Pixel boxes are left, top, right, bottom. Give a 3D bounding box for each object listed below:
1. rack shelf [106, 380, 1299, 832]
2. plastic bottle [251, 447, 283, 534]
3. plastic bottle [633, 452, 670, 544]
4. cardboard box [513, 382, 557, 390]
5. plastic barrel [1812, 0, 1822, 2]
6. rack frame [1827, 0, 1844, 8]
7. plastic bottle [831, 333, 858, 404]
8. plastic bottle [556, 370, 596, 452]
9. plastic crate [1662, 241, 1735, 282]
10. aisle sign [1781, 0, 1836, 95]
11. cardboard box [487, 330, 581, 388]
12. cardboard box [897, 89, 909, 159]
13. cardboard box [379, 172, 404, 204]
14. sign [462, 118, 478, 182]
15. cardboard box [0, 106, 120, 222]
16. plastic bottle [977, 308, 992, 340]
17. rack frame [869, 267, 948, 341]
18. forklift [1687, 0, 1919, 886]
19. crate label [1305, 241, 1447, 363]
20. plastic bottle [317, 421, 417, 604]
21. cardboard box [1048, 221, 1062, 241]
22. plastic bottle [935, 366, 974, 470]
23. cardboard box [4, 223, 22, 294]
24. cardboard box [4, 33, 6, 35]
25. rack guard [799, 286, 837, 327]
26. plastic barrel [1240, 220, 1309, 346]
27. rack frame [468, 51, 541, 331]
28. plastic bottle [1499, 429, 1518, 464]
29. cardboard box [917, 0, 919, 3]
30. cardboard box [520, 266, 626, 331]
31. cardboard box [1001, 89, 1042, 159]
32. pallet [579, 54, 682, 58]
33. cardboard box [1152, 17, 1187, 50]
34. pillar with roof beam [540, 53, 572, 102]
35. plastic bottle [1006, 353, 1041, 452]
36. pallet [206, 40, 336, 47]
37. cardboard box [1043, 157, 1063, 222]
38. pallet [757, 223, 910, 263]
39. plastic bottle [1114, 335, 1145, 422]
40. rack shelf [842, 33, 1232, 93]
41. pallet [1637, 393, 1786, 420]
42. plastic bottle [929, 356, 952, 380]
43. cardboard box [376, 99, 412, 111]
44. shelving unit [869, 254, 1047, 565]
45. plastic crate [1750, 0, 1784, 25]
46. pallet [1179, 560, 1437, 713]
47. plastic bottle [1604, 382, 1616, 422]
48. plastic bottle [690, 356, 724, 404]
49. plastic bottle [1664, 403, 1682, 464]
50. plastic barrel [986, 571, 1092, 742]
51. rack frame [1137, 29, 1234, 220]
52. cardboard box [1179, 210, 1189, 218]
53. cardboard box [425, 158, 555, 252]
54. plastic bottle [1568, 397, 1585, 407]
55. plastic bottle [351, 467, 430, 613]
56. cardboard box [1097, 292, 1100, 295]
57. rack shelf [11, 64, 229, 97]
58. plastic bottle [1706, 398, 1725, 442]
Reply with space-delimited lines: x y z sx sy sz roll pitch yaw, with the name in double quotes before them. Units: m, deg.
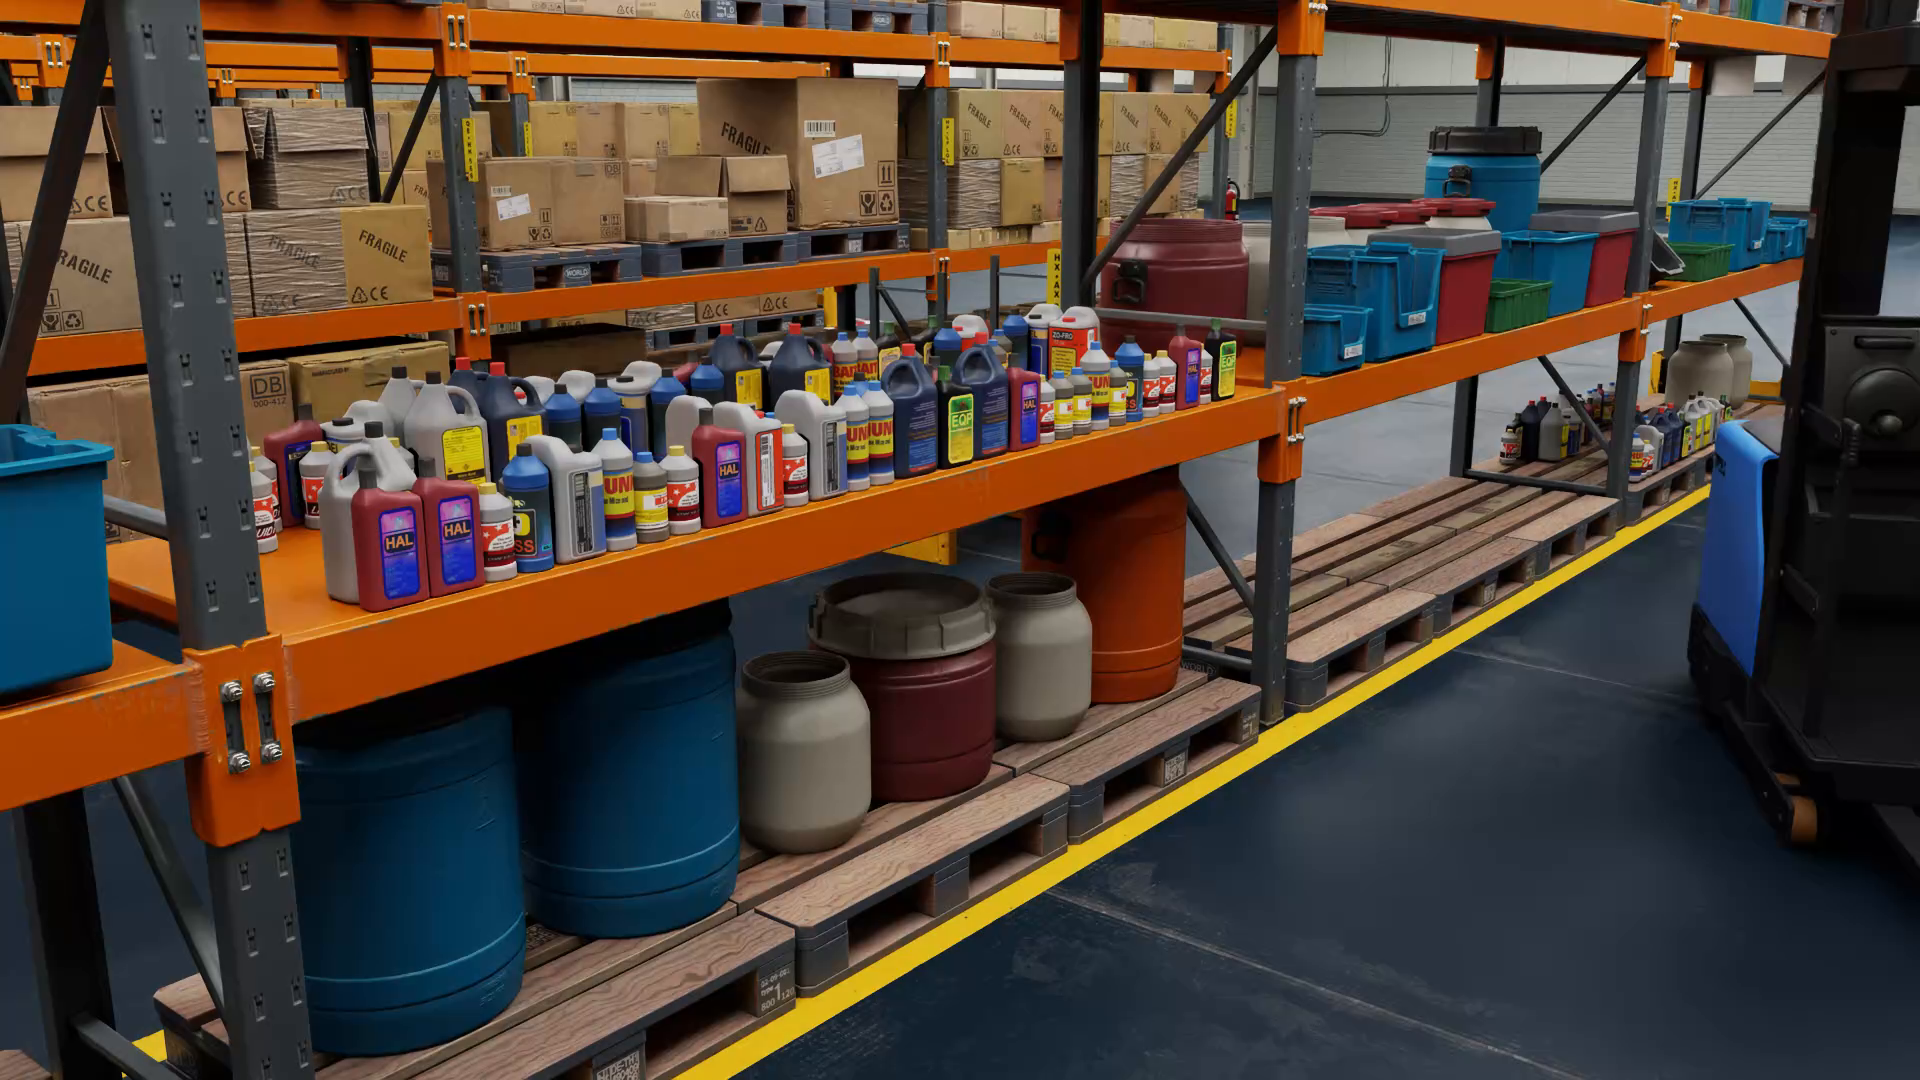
"rack shelf" -0.438 -0.095 4.866 1.077 0.370 4.000 11 18 38
"plastic bottle" -1.647 -0.116 3.892 0.097 0.201 0.097 0 14 0
"plastic bottle" -0.722 -0.101 3.831 0.097 0.201 0.097 0 14 0
"cardboard box" -2.628 -0.726 10.073 0.700 0.500 0.500 10 17 35
"plastic barrel" 5.641 -4.112 11.398 0.600 0.830 0.708 11 18 38
"rack frame" 5.847 -5.266 11.577 1.000 3.000 0.127 11 18 38
"plastic bottle" -0.379 -0.537 5.404 0.097 0.271 0.097 0 14 0
"plastic bottle" -1.067 -0.318 4.536 0.152 0.276 0.135 11 18 38
"plastic crate" 4.406 -1.706 10.178 0.450 0.188 0.662 11 18 38
"aisle sign" 6.123 -3.587 11.869 0.394 0.787 0.004 11 18 38
"cardboard box" -2.636 -1.091 9.987 0.500 0.250 0.500 12 19 40
"cardboard box" -0.450 -3.165 12.653 0.500 0.500 0.500 11 18 38
"cardboard box" -5.069 -2.860 14.085 0.500 0.500 0.500 11 18 38
"sign" -2.599 -2.069 8.824 0.100 0.325 0.005 11 18 38
"cardboard box" -4.334 -1.737 7.626 0.797 0.503 0.637 12 19 39
"plastic bottle" 0.054 -0.681 5.950 0.061 0.283 0.133 11 18 38
"rack frame" -0.266 -0.646 8.619 0.500 1.500 0.032 11 18 38
"forklift" 3.216 -0.492 5.107 1.130 2.935 3.031 3 15 12
"crate label" 1.654 -0.992 6.865 0.502 0.435 0.616 11 18 38
"plastic bottle" -1.196 -0.062 3.374 0.144 0.351 0.185 11 18 38
"cardboard box" 0.616 -2.475 13.285 0.380 0.149 0.250 11 18 38
"plastic bottle" -0.022 -0.347 4.633 0.061 0.283 0.133 11 18 38
"cardboard box" -4.434 -1.117 7.226 0.500 0.500 0.500 11 18 36
"cardboard box" -9.524 -5.230 16.980 0.500 0.250 0.500 11 18 37
"rack guard" -1.784 -2.705 18.757 1.175 0.500 0.348 11 18 38
"plastic barrel" 1.300 -1.111 7.177 0.421 0.512 0.421 0 14 0
"rack frame" -4.314 -3.146 15.415 1.000 3.000 0.127 11 18 38
"plastic bottle" 3.319 -0.567 10.054 0.097 0.201 0.097 0 14 0
"cardboard box" -0.301 -4.078 12.485 0.380 0.149 0.250 12 18 38
"cardboard box" -3.864 -2.430 16.057 0.875 0.875 0.875 12 18 38
"cardboard box" 0.274 -3.179 12.708 0.500 0.500 0.500 11 18 38
"pallet" -3.024 -4.945 16.583 1.003 0.211 1.213 11 18 38
"cardboard box" 1.578 -4.279 14.086 0.500 0.250 0.500 11 18 38
"pillar with roof beam" -3.595 -8.823 25.577 9.100 9.000 0.400 11 18 38
"plastic bottle" 0.178 -0.408 4.873 0.061 0.283 0.133 11 18 38
"pallet" -5.764 -4.089 13.416 1.003 0.211 1.213 12 19 40
"cardboard box" 0.389 -2.830 13.364 0.875 0.500 0.500 11 18 38
"pallet" -1.113 -2.142 11.854 1.003 0.211 1.213 11 18 38
"plastic bottle" 0.543 -0.520 5.340 0.097 0.271 0.097 0 14 0
"rack shelf" 0.738 -3.847 13.545 1.077 0.370 4.000 11 18 38
"pallet" 5.321 -0.831 11.964 1.003 0.211 1.213 11 18 38
"plastic bottle" -0.050 -0.395 4.822 0.061 0.283 0.133 11 18 38
"cardboard box" -6.850 -4.921 19.564 0.700 0.500 0.500 11 18 37
"shelving unit" 0.048 -0.742 8.996 0.587 1.500 1.083 11 18 38
"plastic crate" 4.883 -3.393 10.328 0.392 0.384 0.575 11 18 38
"pallet" 1.336 0.382 7.189 1.003 0.211 1.213 11 18 38
"plastic bottle" 4.465 -0.951 11.421 0.097 0.271 0.097 0 14 0
"plastic bottle" -0.739 -0.403 4.879 0.097 0.271 0.097 0 14 0
"plastic bottle" 4.282 -0.649 10.071 0.144 0.351 0.185 10 18 35
"plastic barrel" 0.240 0.394 5.680 0.421 0.512 0.421 0 14 0
"rack frame" 1.995 -3.125 15.333 1.000 3.000 0.127 11 18 38
"cardboard box" 1.819 -2.869 14.835 0.380 0.149 0.250 11 18 38
"cardboard box" -2.725 -1.955 9.670 0.500 0.500 0.500 9 17 31
"plastic bottle" 3.943 -0.783 10.751 0.152 0.276 0.135 12 18 39
"plastic bottle" -1.133 -0.008 3.301 0.061 0.283 0.133 11 18 38
"cardboard box" 1.589 -2.000 15.129 0.500 0.500 0.500 -12 18 -39
"rack shelf" -9.484 -4.615 16.566 1.077 0.370 4.000 11 18 38
"plastic bottle" 4.854 -0.788 10.772 0.152 0.276 0.135 11 18 38
